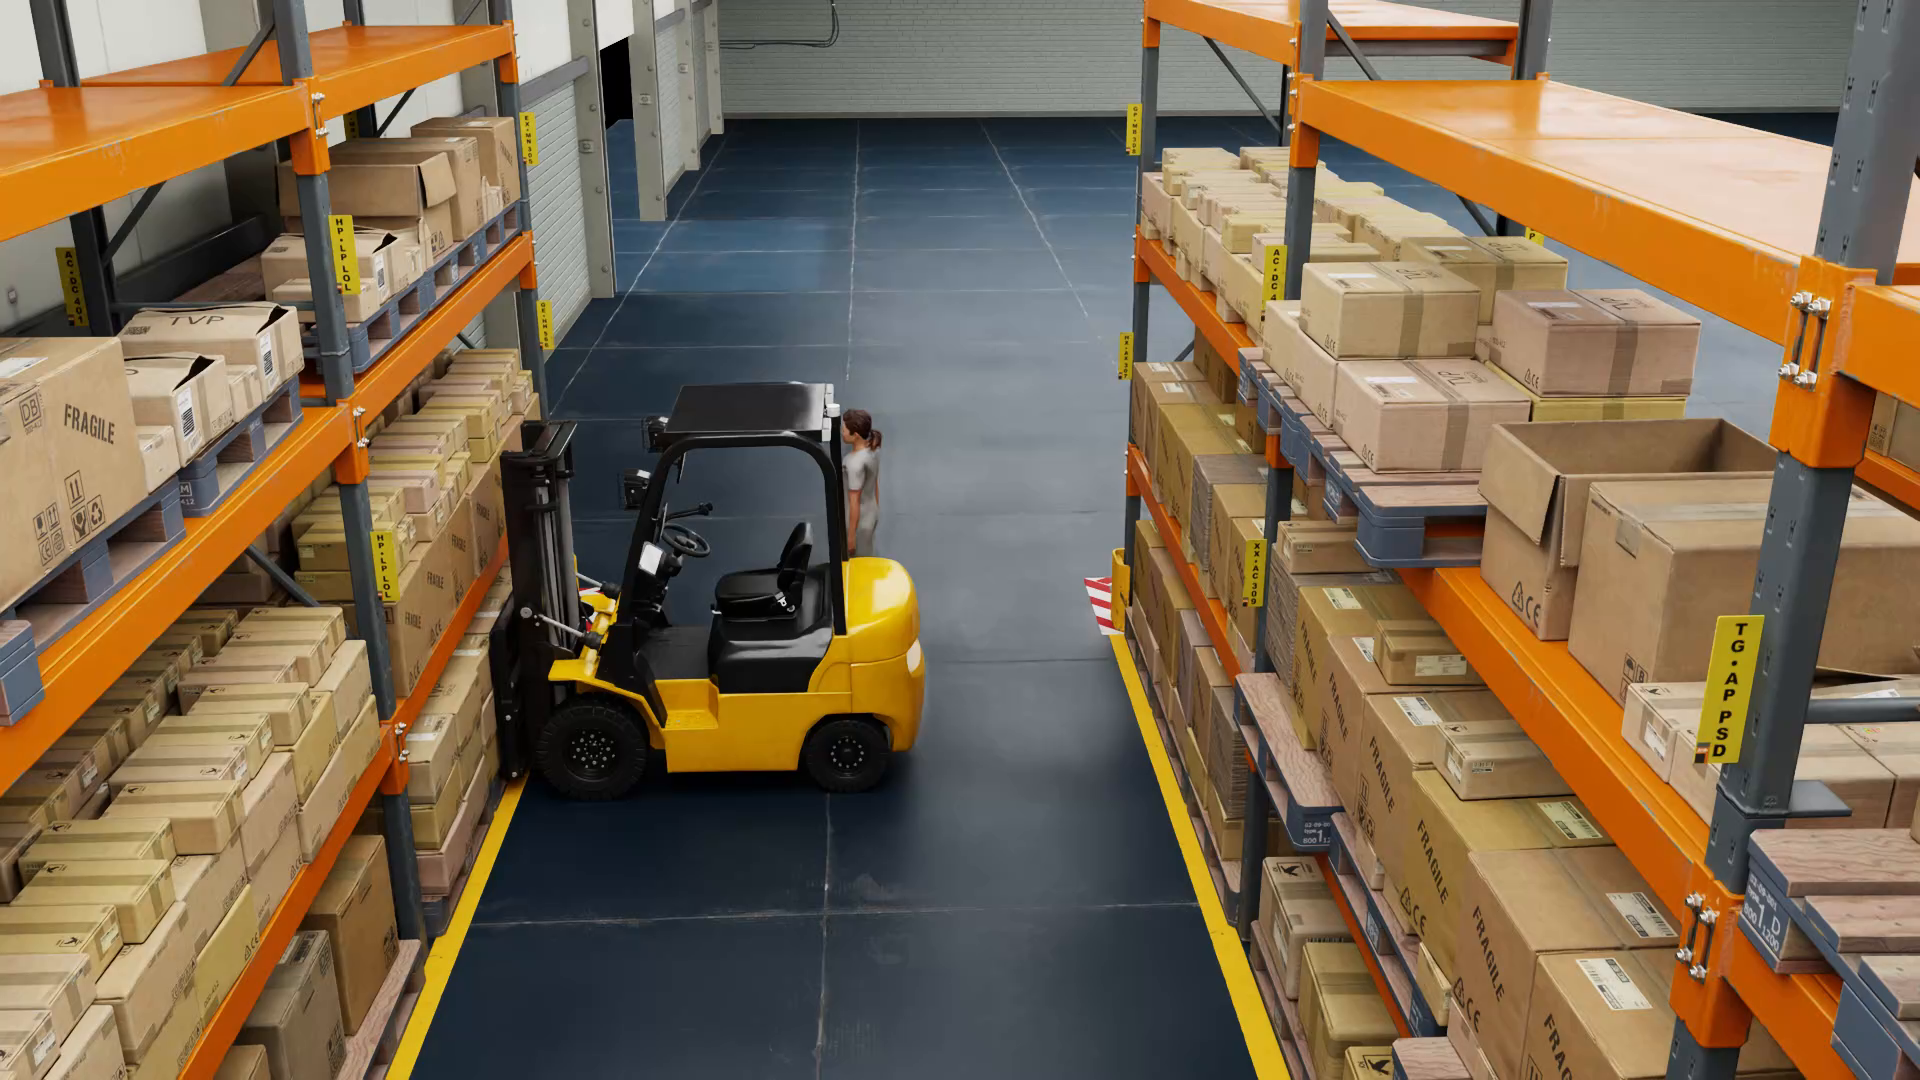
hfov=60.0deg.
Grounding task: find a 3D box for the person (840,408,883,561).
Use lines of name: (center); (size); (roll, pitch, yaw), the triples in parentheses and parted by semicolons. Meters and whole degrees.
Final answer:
person: (-0.716, -0.141, 11.371); (0.607, 1.592, 0.465); (5, 21, 12)
